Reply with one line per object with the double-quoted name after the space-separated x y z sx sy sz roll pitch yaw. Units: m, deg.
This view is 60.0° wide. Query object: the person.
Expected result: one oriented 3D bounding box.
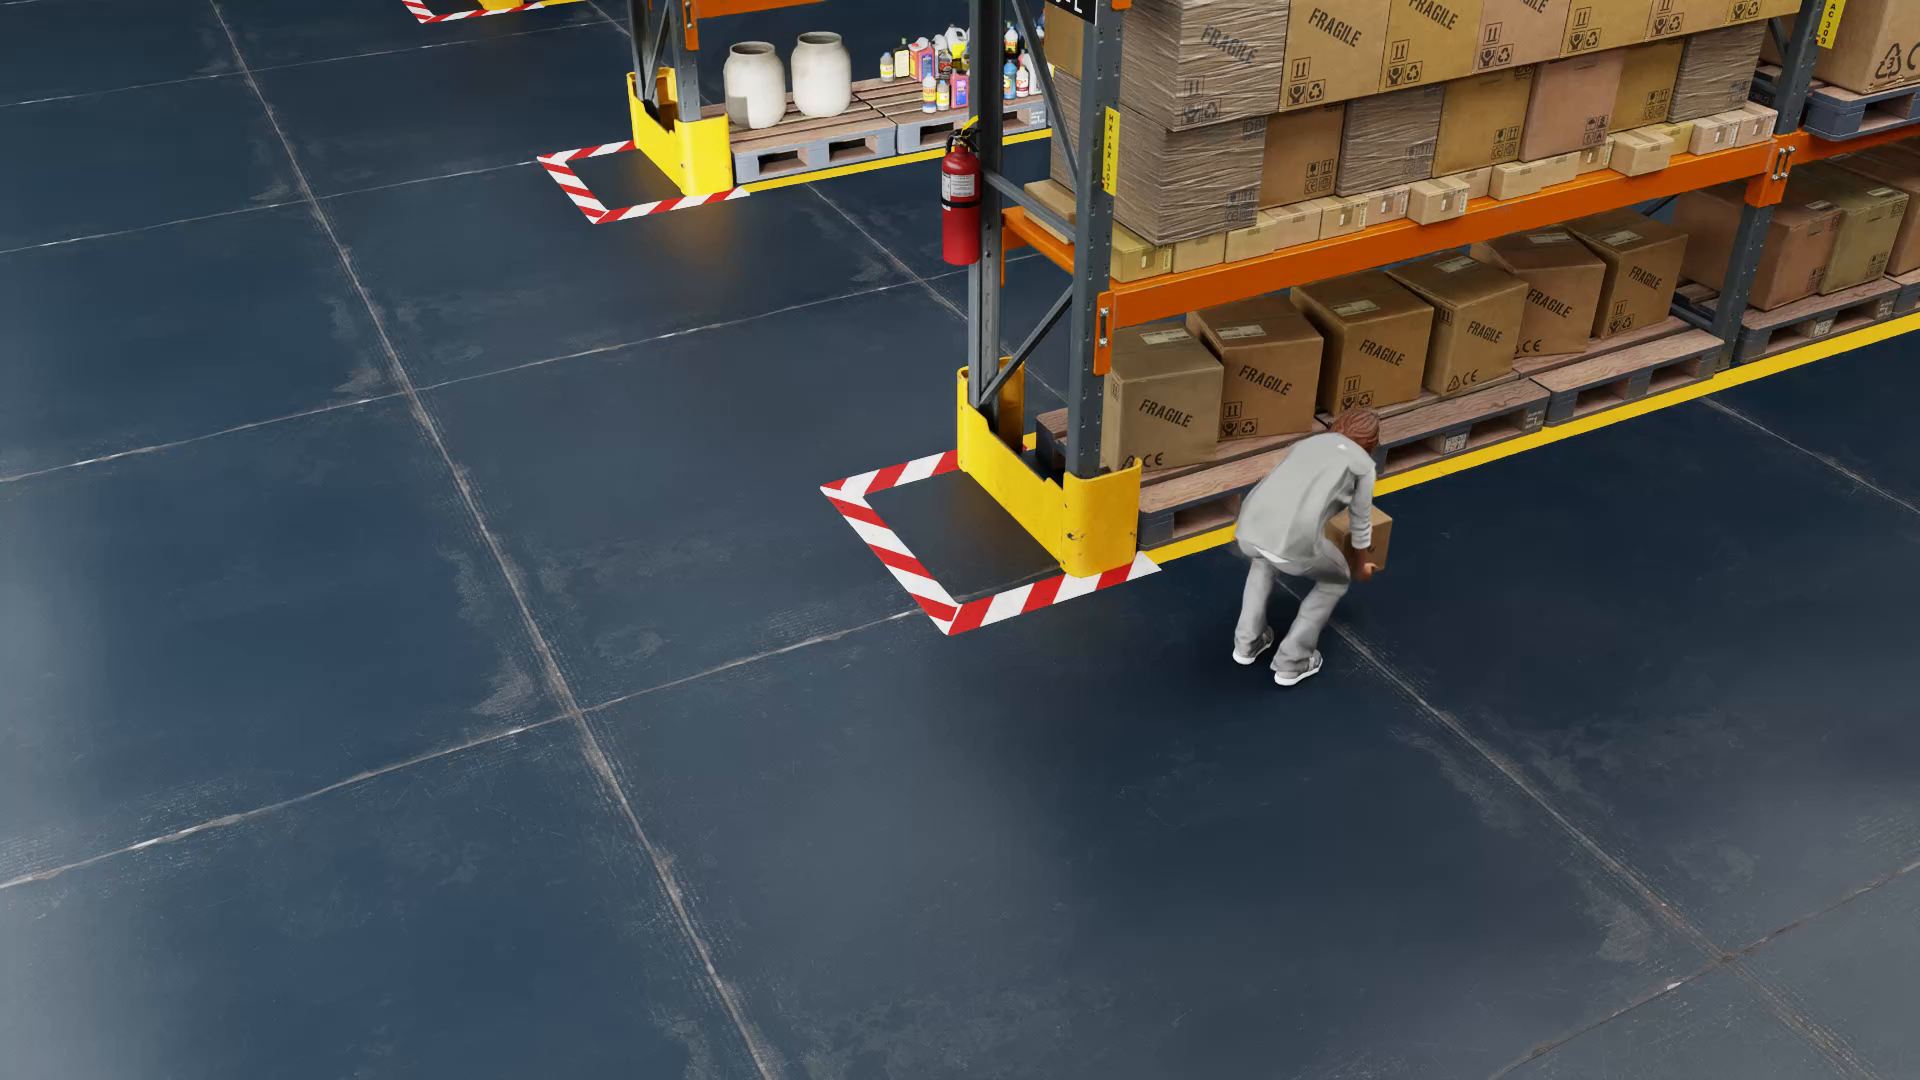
1.399 0.036 6.673 0.423 0.960 0.862 25 41 33 "person"
